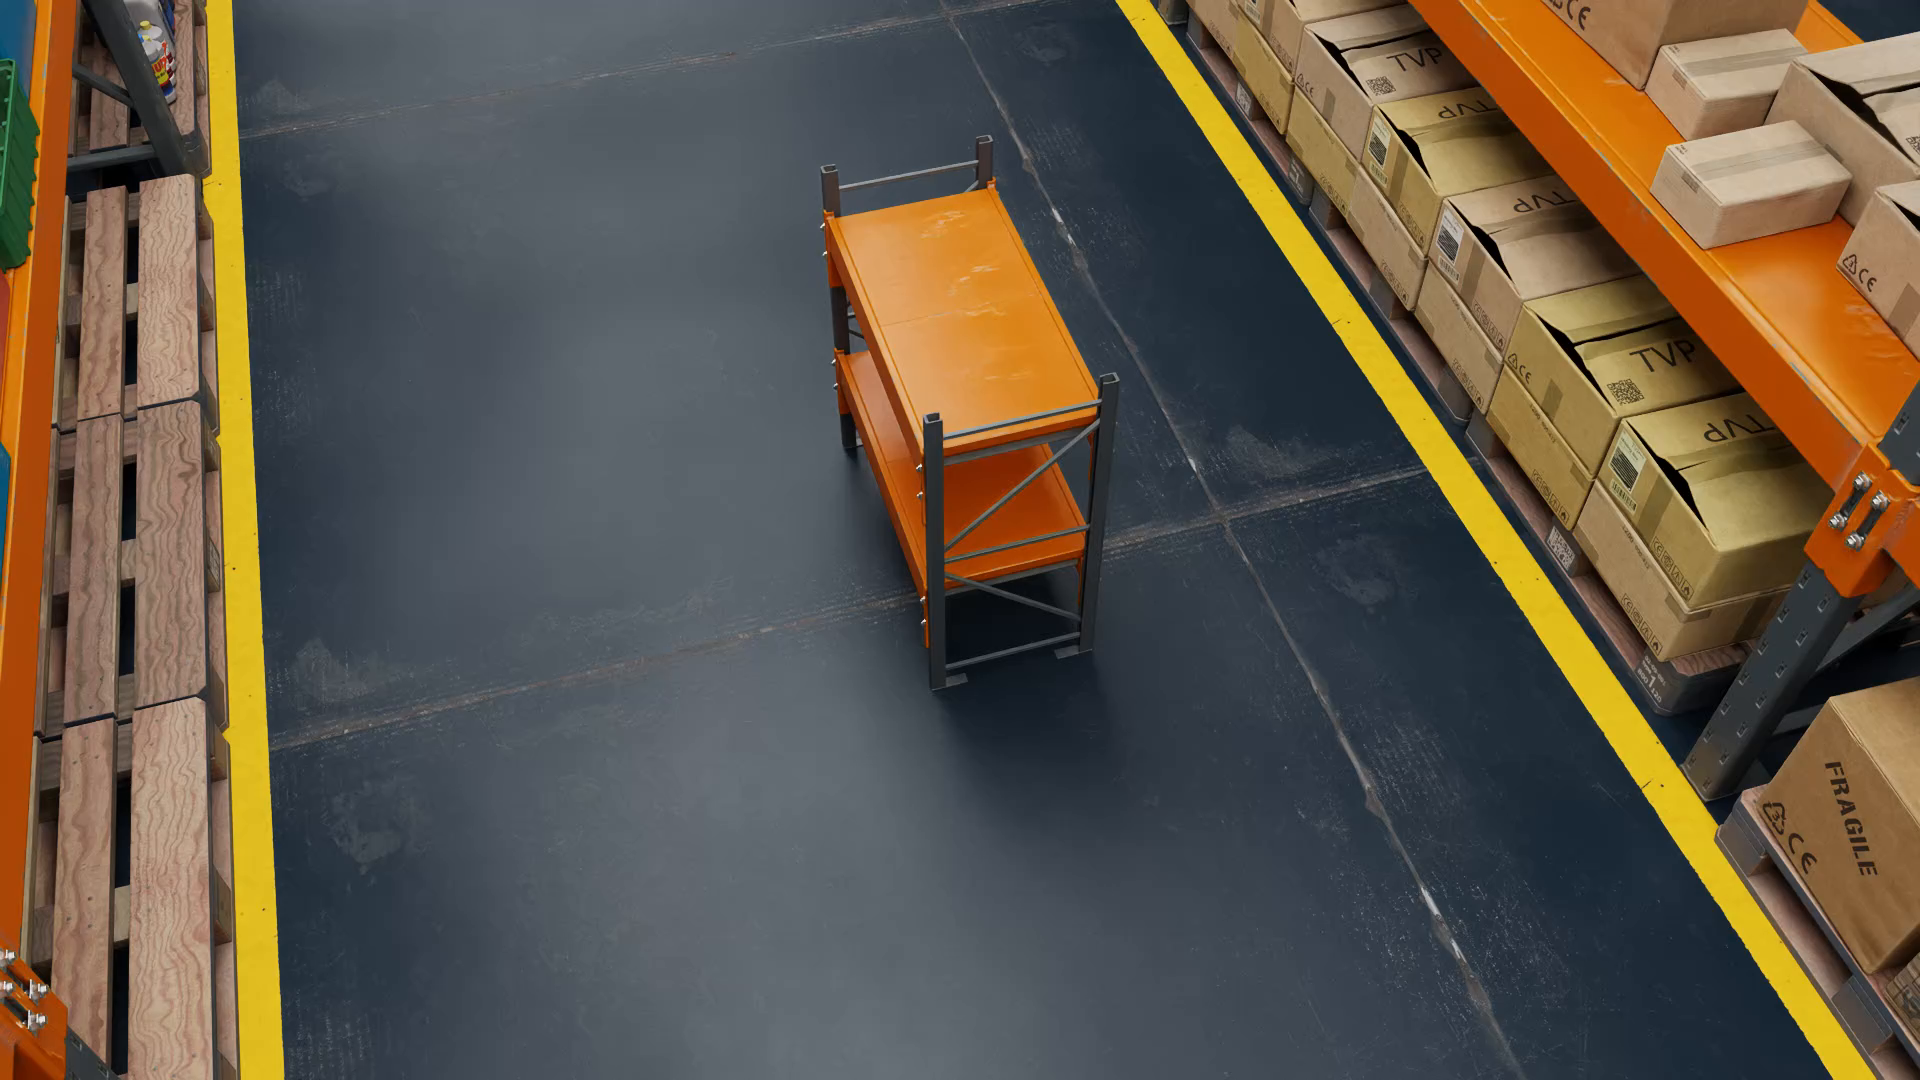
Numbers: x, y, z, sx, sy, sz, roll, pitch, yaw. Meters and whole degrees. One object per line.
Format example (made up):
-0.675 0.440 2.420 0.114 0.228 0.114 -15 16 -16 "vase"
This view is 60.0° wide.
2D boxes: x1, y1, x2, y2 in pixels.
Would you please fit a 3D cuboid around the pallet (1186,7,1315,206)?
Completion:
1.602 -1.883 6.699 1.003 0.211 1.213 -13 51 -11 "pallet"

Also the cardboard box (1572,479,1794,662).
2.141 0.033 4.784 0.500 0.250 0.500 -12 51 -10 "cardboard box"

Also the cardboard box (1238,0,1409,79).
1.374 -2.015 6.144 0.500 0.311 0.500 -14 51 -11 "cardboard box"

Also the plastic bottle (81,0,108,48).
-3.366 -2.132 6.530 0.144 0.351 0.185 -13 51 -11 "plastic bottle"

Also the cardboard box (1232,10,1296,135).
1.379 -1.835 6.359 0.500 0.250 0.500 -12 51 -10 "cardboard box"

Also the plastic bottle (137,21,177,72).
-3.122 -1.914 6.444 0.097 0.201 0.097 0 50 0 "plastic bottle"

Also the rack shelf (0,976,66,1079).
-1.612 2.421 1.718 1.077 0.370 4.000 -13 51 -11 "rack shelf"

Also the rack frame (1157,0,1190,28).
1.347 -3.311 6.079 1.000 3.000 0.127 -13 51 -11 "rack frame"

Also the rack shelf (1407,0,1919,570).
1.938 -1.618 5.123 1.077 0.370 4.000 -13 51 -11 "rack shelf"

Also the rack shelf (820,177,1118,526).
0.002 -0.546 4.592 0.538 0.278 1.000 -13 51 -11 "rack shelf"

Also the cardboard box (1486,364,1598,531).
1.985 -0.343 5.101 0.500 0.250 0.500 -14 51 -11 "cardboard box"

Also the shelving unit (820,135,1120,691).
0.002 -0.358 4.816 0.538 1.125 1.048 -13 51 -11 "shelving unit"

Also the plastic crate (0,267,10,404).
-2.389 -0.542 3.703 0.402 0.464 0.583 -13 51 -11 "plastic crate"

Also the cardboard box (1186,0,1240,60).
1.229 -2.209 6.674 0.500 0.250 0.500 -14 51 -12 "cardboard box"

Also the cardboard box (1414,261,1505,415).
1.839 -0.711 5.411 0.500 0.250 0.500 -12 51 -10 "cardboard box"

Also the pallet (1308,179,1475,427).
1.966 -0.990 5.946 1.003 0.211 1.213 -13 51 -11 "pallet"

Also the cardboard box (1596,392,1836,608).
2.139 -0.146 4.568 0.500 0.311 0.500 -12 51 -10 "cardboard box"

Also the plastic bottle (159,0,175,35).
-3.229 -2.165 6.558 0.144 0.351 0.185 -12 51 -10 "plastic bottle"

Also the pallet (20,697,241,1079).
-2.396 1.052 4.225 1.003 0.211 1.213 -13 51 -11 "pallet"

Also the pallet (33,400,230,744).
-2.753 0.163 4.975 1.003 0.211 1.213 -13 51 -11 "pallet"

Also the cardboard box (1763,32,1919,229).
2.450 -1.057 4.238 0.500 0.311 0.500 -14 51 -11 "cardboard box"

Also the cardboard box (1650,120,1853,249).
1.999 -0.903 4.213 0.380 0.149 0.250 -13 51 -11 "cardboard box"

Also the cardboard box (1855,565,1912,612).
2.655 -0.087 4.885 0.500 0.250 0.500 -13 51 -11 "cardboard box"

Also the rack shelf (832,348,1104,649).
0.002 -0.200 5.003 0.538 0.278 1.000 -13 51 -11 "rack shelf"

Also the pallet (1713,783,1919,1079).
2.714 1.064 4.215 1.003 0.211 1.213 -13 51 -11 "pallet"

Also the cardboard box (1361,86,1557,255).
1.687 -1.260 5.507 0.500 0.311 0.500 -12 51 -10 "cardboard box"

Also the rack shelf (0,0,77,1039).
-2.795 -0.501 4.181 1.077 0.370 4.000 -13 51 -11 "rack shelf"

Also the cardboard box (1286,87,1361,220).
1.535 -1.458 6.041 0.500 0.250 0.500 -15 51 -12 "cardboard box"

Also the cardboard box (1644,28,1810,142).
2.098 -1.227 4.487 0.380 0.149 0.250 -10 51 -8 "cardboard box"

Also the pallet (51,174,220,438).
-3.117 -0.730 5.727 1.003 0.211 1.213 -13 51 -11 "pallet"

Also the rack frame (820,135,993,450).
-0.148 -0.729 5.129 0.500 1.125 0.032 -13 51 -11 "rack frame"

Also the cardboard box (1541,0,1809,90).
2.018 -1.643 4.608 0.500 0.500 0.500 -16 52 -13 "cardboard box"

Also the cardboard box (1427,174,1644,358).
1.833 -0.893 5.198 0.500 0.311 0.500 -14 51 -11 "cardboard box"

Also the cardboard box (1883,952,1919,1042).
2.551 1.053 3.748 0.500 0.500 0.500 -15 51 -12 "cardboard box"

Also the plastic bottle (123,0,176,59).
-3.184 -2.019 6.484 0.152 0.276 0.135 -12 51 -10 "plastic bottle"

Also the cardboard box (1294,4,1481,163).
1.528 -1.638 5.826 0.500 0.311 0.500 -15 51 -12 "cardboard box"

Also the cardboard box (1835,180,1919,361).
2.464 -0.636 3.882 0.500 0.311 0.500 -10 51 -9 "cardboard box"

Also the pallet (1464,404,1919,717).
2.323 -0.100 5.197 1.003 0.211 1.213 -13 51 -11 "pallet"

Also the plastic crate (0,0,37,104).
-2.763 -1.453 4.523 0.392 0.384 0.575 -13 51 -11 "plastic crate"

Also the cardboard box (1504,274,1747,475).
1.979 -0.524 4.887 0.500 0.311 0.500 -14 51 -12 "cardboard box"

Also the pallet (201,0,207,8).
-3.910 -2.687 7.377 1.003 0.211 1.213 -13 51 -11 "pallet"

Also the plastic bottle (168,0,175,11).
-3.285 -2.303 6.674 0.144 0.351 0.185 -15 52 -13 "plastic bottle"

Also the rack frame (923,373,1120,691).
0.152 0.014 4.503 0.500 1.125 0.032 -13 51 -11 "rack frame"

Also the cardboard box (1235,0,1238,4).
1.231 -2.382 6.453 0.500 0.311 0.500 -13 51 -11 "cardboard box"

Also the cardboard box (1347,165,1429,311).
1.684 -1.086 5.727 0.500 0.250 0.500 -12 51 -10 "cardboard box"

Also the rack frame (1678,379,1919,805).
2.529 -0.389 3.616 1.000 3.000 0.127 -13 51 -11 "rack frame"

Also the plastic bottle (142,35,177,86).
-3.092 -1.839 6.381 0.097 0.201 0.097 0 50 0 "plastic bottle"

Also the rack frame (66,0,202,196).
-3.386 -2.193 5.137 1.000 3.000 0.127 -13 51 -11 "rack frame"

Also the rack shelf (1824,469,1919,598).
3.121 1.303 2.660 1.077 0.370 4.000 -13 51 -11 "rack shelf"

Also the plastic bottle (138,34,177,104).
-3.062 -1.788 6.292 0.097 0.271 0.097 0 50 0 "plastic bottle"

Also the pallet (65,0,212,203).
-3.545 -1.795 6.625 1.003 0.211 1.213 -13 51 -11 "pallet"

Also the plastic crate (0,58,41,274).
-2.602 -0.917 4.200 0.450 0.188 0.662 -13 51 -11 "plastic crate"

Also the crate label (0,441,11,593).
-2.239 -0.070 3.324 0.502 0.435 0.616 -13 51 -11 "crate label"

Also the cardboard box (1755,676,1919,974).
2.391 0.672 4.069 0.500 0.500 0.500 -11 51 -9 "cardboard box"
